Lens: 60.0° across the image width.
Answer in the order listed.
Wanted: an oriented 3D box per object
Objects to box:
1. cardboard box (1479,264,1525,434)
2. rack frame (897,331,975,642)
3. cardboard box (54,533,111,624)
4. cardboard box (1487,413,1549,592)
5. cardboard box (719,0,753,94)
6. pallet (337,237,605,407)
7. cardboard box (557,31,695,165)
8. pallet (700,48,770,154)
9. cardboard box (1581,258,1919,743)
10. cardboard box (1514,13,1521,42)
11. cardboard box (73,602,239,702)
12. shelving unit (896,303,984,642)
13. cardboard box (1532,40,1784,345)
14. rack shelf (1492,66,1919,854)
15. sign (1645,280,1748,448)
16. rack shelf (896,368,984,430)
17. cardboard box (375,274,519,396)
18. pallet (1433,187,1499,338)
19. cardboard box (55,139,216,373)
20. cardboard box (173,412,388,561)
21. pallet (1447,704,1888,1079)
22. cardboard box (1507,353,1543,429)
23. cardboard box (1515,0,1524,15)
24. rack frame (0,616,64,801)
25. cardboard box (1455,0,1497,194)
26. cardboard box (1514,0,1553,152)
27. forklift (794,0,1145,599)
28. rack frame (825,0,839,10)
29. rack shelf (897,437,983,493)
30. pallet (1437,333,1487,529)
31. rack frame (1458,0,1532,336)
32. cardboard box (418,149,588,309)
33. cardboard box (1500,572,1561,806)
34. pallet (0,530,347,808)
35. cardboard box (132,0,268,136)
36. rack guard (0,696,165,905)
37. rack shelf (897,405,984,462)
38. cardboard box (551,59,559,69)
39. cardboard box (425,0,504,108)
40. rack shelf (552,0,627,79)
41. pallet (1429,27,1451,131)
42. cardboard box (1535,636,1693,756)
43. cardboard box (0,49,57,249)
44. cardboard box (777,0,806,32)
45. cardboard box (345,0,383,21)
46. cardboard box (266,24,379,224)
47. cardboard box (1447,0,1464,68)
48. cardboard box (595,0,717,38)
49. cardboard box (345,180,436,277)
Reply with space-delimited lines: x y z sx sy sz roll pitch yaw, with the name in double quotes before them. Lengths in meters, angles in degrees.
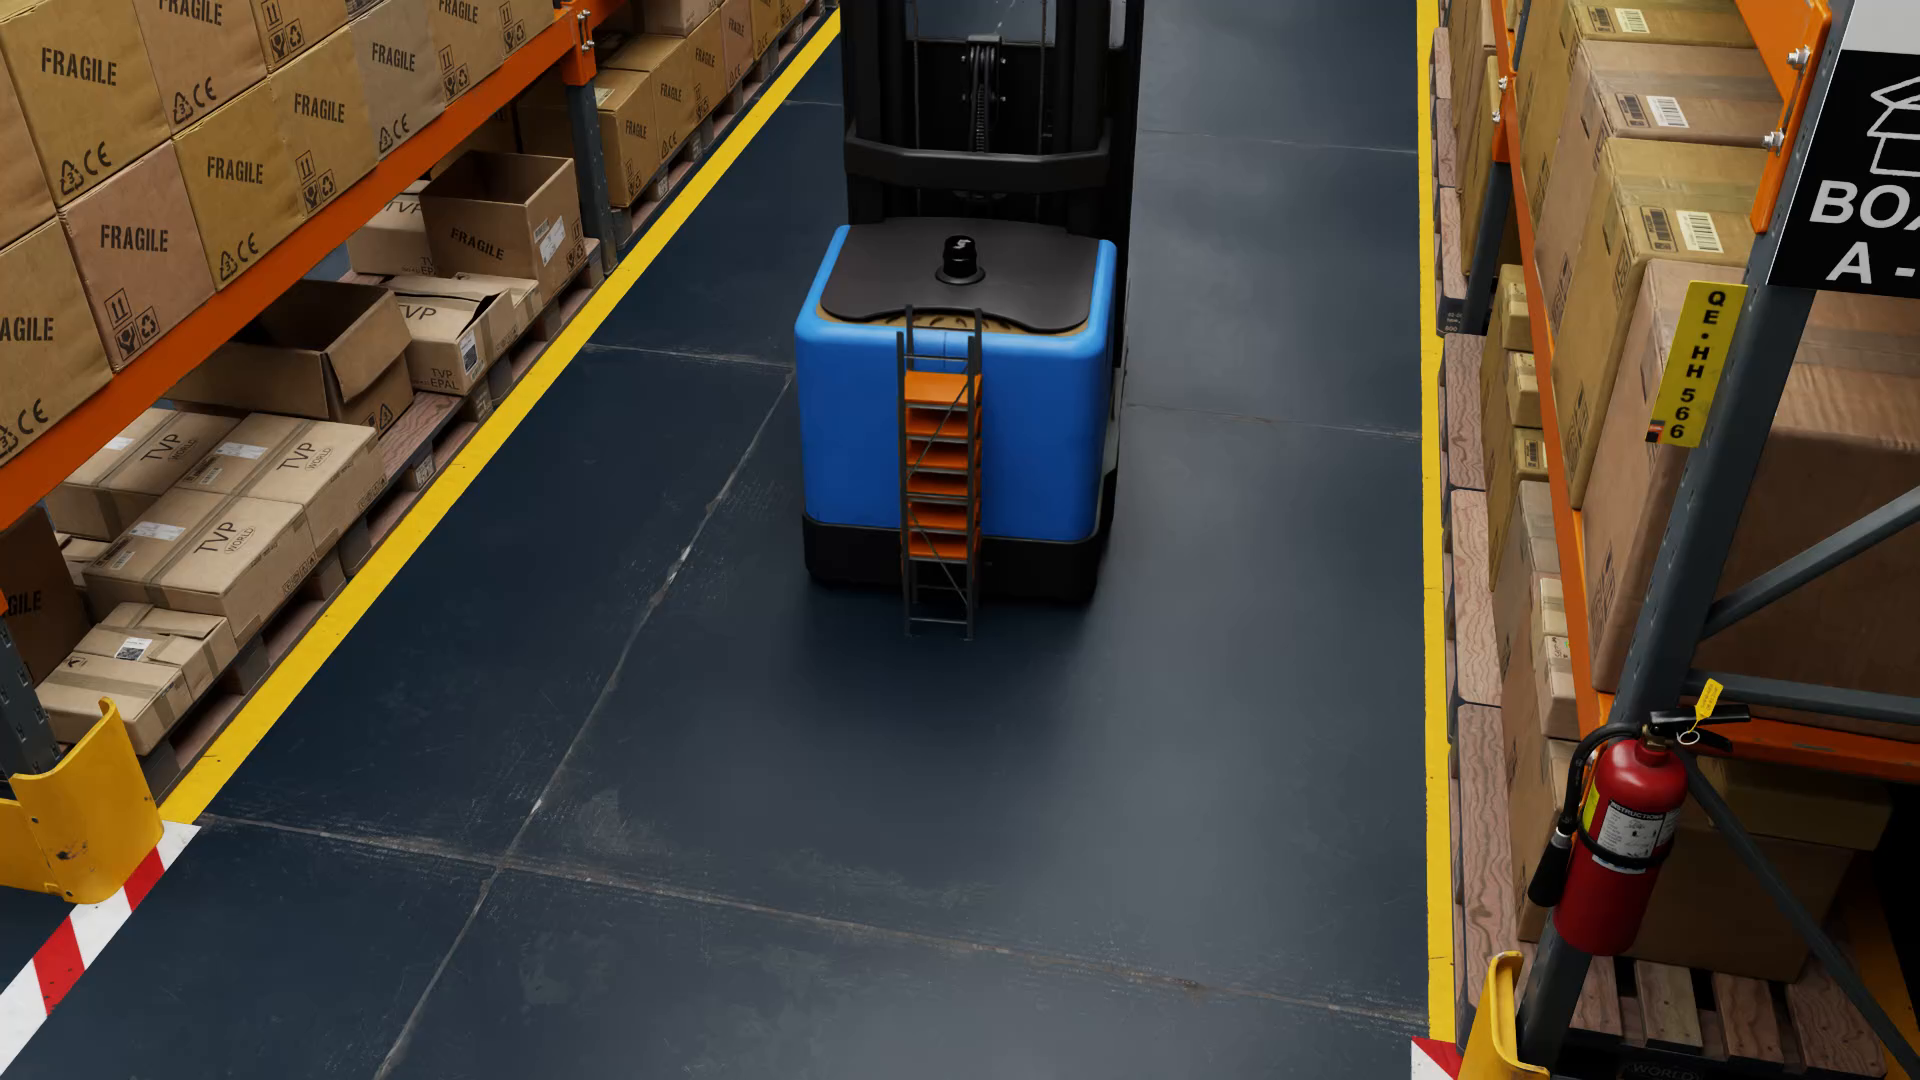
"cardboard box" 2.418 -0.699 6.431 0.700 0.500 0.500 8 37 11
"rack frame" -0.075 -0.142 5.424 0.240 1.200 0.006 4 36 6
"cardboard box" -2.967 0.123 5.564 0.380 0.166 0.250 7 37 10
"cardboard box" 2.195 -0.118 5.629 0.700 0.500 0.500 8 37 11
"cardboard box" -1.496 -2.872 9.411 0.500 0.500 0.500 6 36 8
"pallet" -2.310 -1.053 7.524 1.003 0.211 1.213 7 37 10
"cardboard box" -1.718 -2.296 8.617 0.500 0.500 0.500 8 37 11
"pallet" -1.767 -2.620 9.685 1.003 0.211 1.213 7 37 10
"cardboard box" 1.922 -0.079 3.548 0.980 0.700 0.700 9 37 12
"cardboard box" 2.473 -2.093 6.779 0.380 0.149 0.250 8 37 10
"cardboard box" -2.539 0.346 5.256 0.380 0.166 0.250 7 37 10
"shelving unit" -0.063 -0.196 5.498 0.258 1.200 0.189 4 36 6
"cardboard box" 2.239 -0.934 4.727 0.980 0.700 0.700 6 36 8
"rack shelf" 2.250 -0.520 5.024 1.077 0.370 4.000 7 37 10
"sign" 1.296 -0.305 2.926 0.100 0.325 0.005 7 37 10
"rack shelf" -0.063 -0.451 5.312 0.258 0.103 0.180 4 36 6
"cardboard box" -2.167 -0.873 6.815 0.500 0.311 0.500 7 37 10
"pallet" 2.769 -1.280 7.836 1.003 0.211 1.213 7 37 10
"cardboard box" -2.560 -0.841 4.769 0.500 0.500 0.500 7 37 10
"cardboard box" -2.410 -0.197 5.934 0.500 0.250 0.500 7 37 10
"pallet" 1.917 0.997 4.695 1.003 0.211 1.213 7 37 10
"cardboard box" 2.055 -0.489 5.589 0.380 0.149 0.250 6 36 9
"cardboard box" 2.530 -2.423 6.681 0.500 0.500 0.500 7 36 9
"rack frame" -3.017 -0.283 4.084 1.000 3.000 0.127 7 37 10
"cardboard box" 2.876 -2.156 8.143 0.750 0.750 0.750 8 37 11
"cardboard box" 2.546 -1.770 5.880 0.980 0.700 0.700 8 37 11
"forklift" 0.145 -1.835 6.284 1.130 2.935 3.031 4 36 6
"rack frame" -1.308 -4.869 10.413 1.000 3.000 0.127 7 37 10
"rack shelf" -0.063 -0.257 5.453 0.258 0.103 0.180 4 36 6
"pallet" 2.439 -0.402 6.625 1.003 0.211 1.213 7 37 10
"rack frame" 2.677 -1.957 6.395 1.000 3.000 0.127 7 37 10
"cardboard box" -2.007 -1.380 7.353 0.500 0.500 0.500 7 37 10
"cardboard box" 1.982 0.477 4.808 0.700 0.500 0.500 7 37 10
"pallet" -2.832 0.345 5.594 1.003 0.211 1.213 7 37 10
"cardboard box" -2.449 -1.537 4.877 0.500 0.500 0.500 8 37 11
"rack guard" -3.001 0.686 4.878 1.175 0.500 0.348 7 37 10
"rack shelf" -0.063 -0.354 5.383 0.258 0.103 0.180 4 36 6
"cardboard box" -2.224 -2.343 8.682 0.500 0.500 0.500 7 37 10
"cardboard box" -2.128 -2.002 6.371 0.500 0.500 0.500 8 37 11
"rack shelf" -1.736 -3.432 9.042 1.077 0.370 4.000 7 37 10
"pallet" 3.290 -2.679 9.766 1.003 0.211 1.213 7 37 10
"cardboard box" 1.724 0.405 4.355 0.380 0.149 0.250 7 37 9
"cardboard box" -2.665 -0.950 4.067 0.500 0.500 0.500 8 37 11
"cardboard box" -1.279 -3.470 10.237 0.500 0.500 0.500 9 37 12
"cardboard box" -2.232 -2.116 5.677 0.500 0.500 0.500 8 37 10
"cardboard box" -2.341 -1.415 5.561 0.500 0.500 0.500 8 37 11
"cardboard box" 3.247 -3.145 9.507 0.750 0.750 0.750 7 36 9
"cardboard box" -1.608 -2.866 8.764 0.500 0.250 0.500 7 37 10
"cardboard box" -2.464 -1.452 7.614 0.500 0.311 0.500 7 37 10
